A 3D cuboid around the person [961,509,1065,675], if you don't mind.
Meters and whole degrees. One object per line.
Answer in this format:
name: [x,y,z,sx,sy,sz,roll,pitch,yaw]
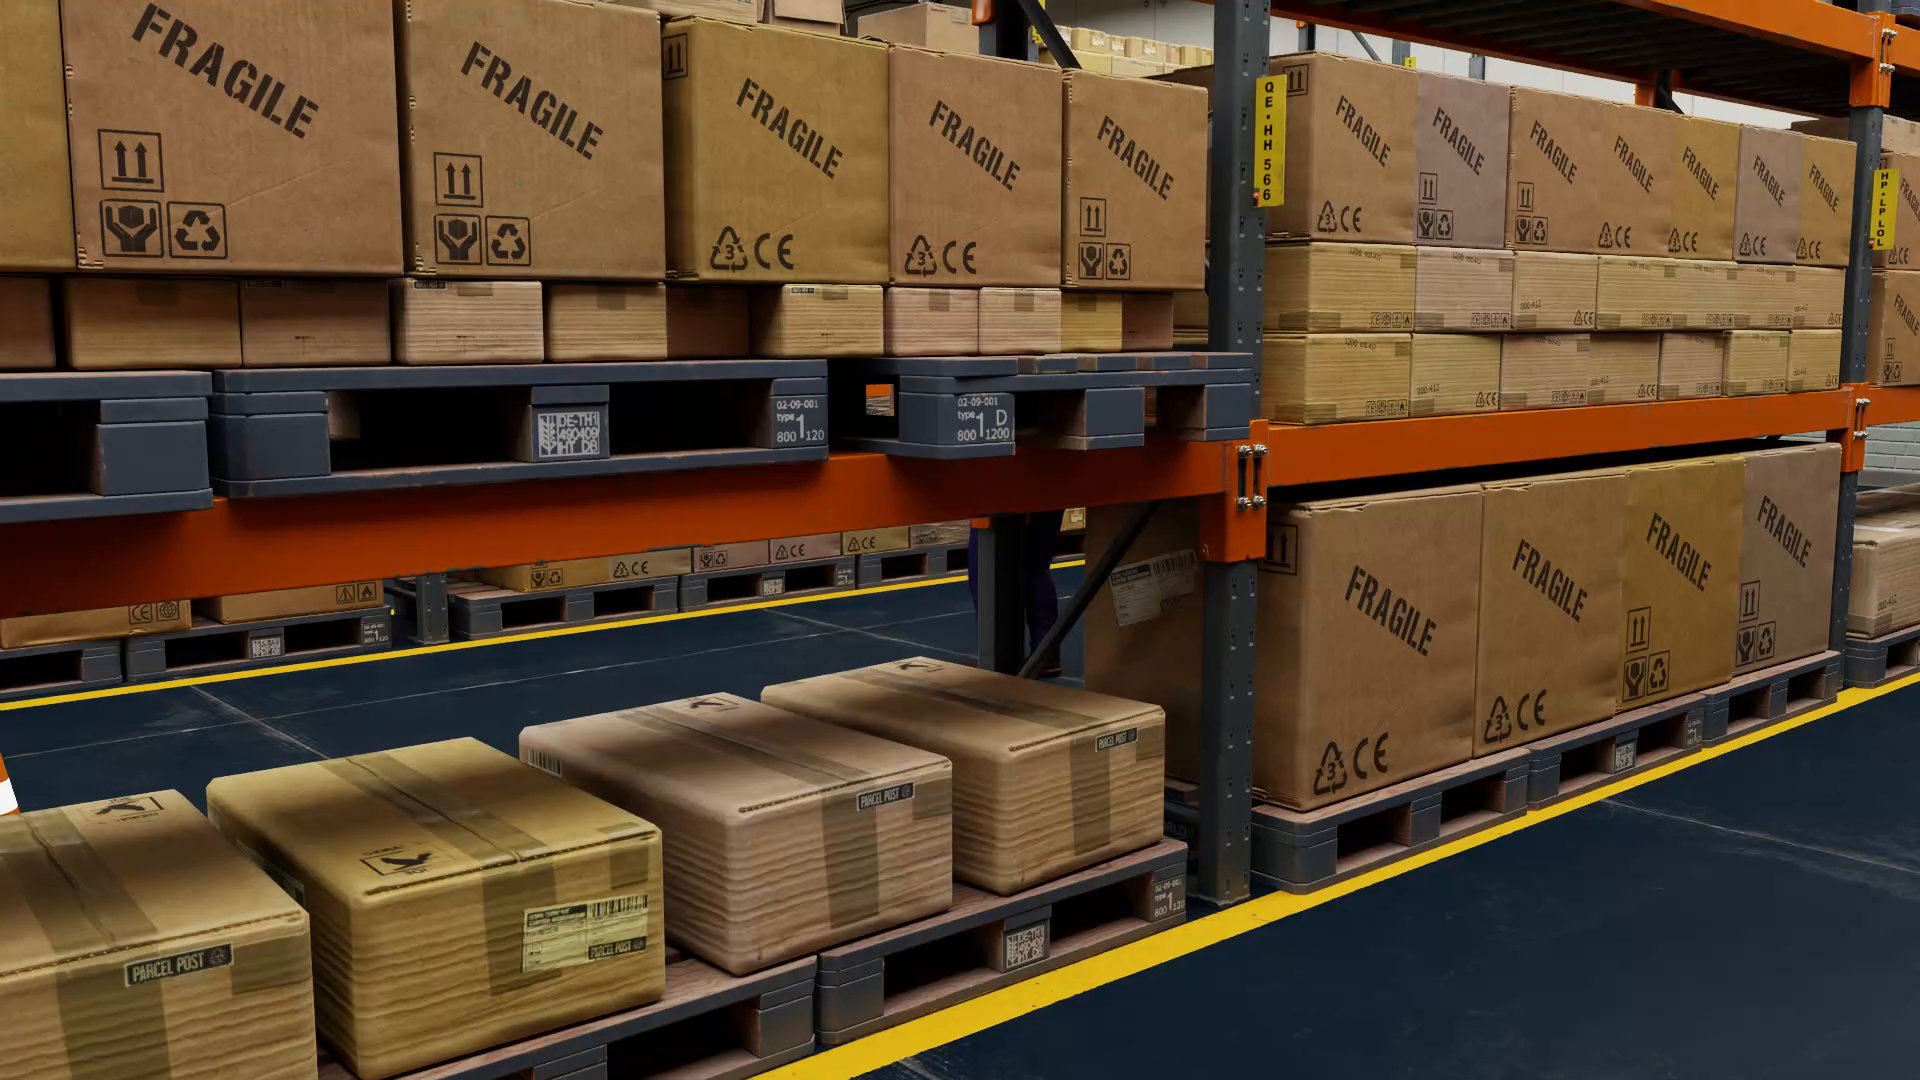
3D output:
person: [0.202,-0.201,7.411,0.453,1.637,0.517,-6,10,-40]
